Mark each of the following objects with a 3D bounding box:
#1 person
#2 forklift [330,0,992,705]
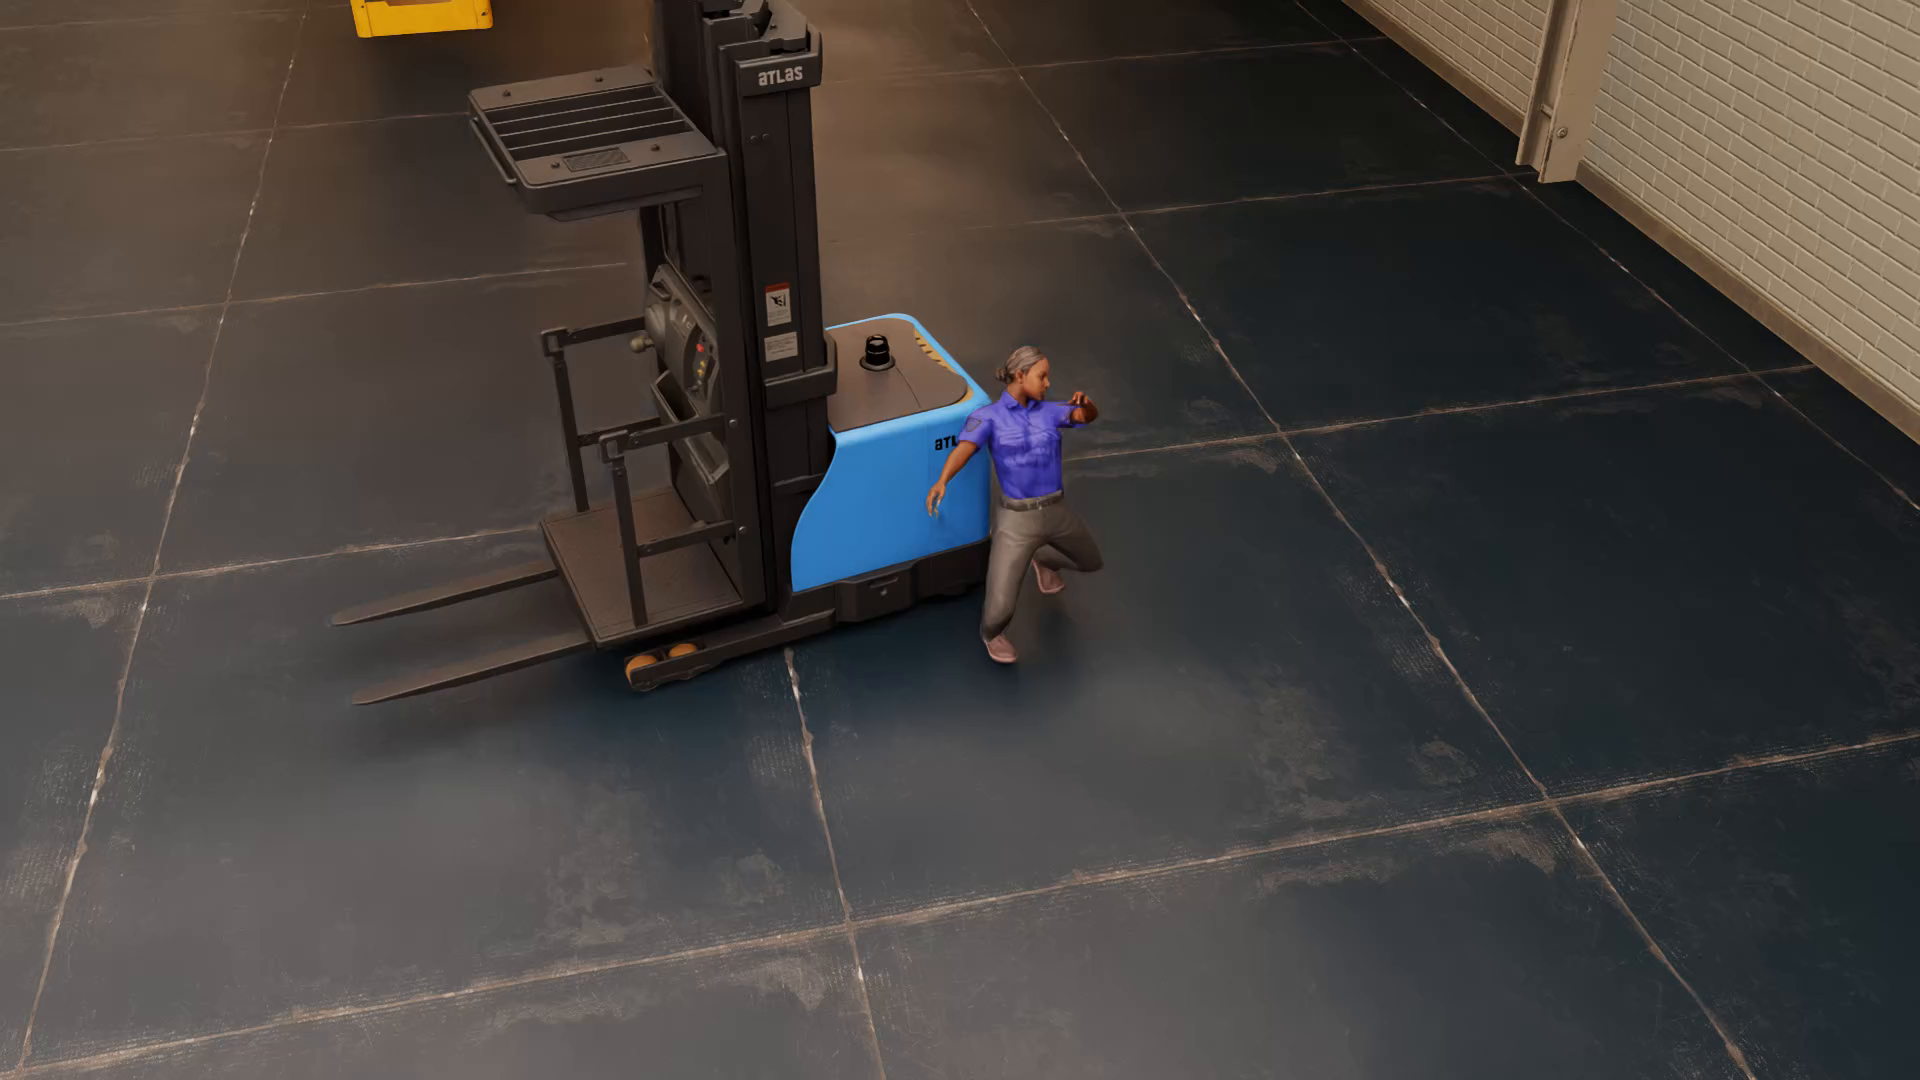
[{"bbox_3d":[0.200,-0.096,7.394,1.014,1.459,0.673,-23,42,-29],"label":"person"},{"bbox_3d":[-1.398,-0.851,7.233,3.031,2.935,1.130,-15,39,-20],"label":"forklift"}]
